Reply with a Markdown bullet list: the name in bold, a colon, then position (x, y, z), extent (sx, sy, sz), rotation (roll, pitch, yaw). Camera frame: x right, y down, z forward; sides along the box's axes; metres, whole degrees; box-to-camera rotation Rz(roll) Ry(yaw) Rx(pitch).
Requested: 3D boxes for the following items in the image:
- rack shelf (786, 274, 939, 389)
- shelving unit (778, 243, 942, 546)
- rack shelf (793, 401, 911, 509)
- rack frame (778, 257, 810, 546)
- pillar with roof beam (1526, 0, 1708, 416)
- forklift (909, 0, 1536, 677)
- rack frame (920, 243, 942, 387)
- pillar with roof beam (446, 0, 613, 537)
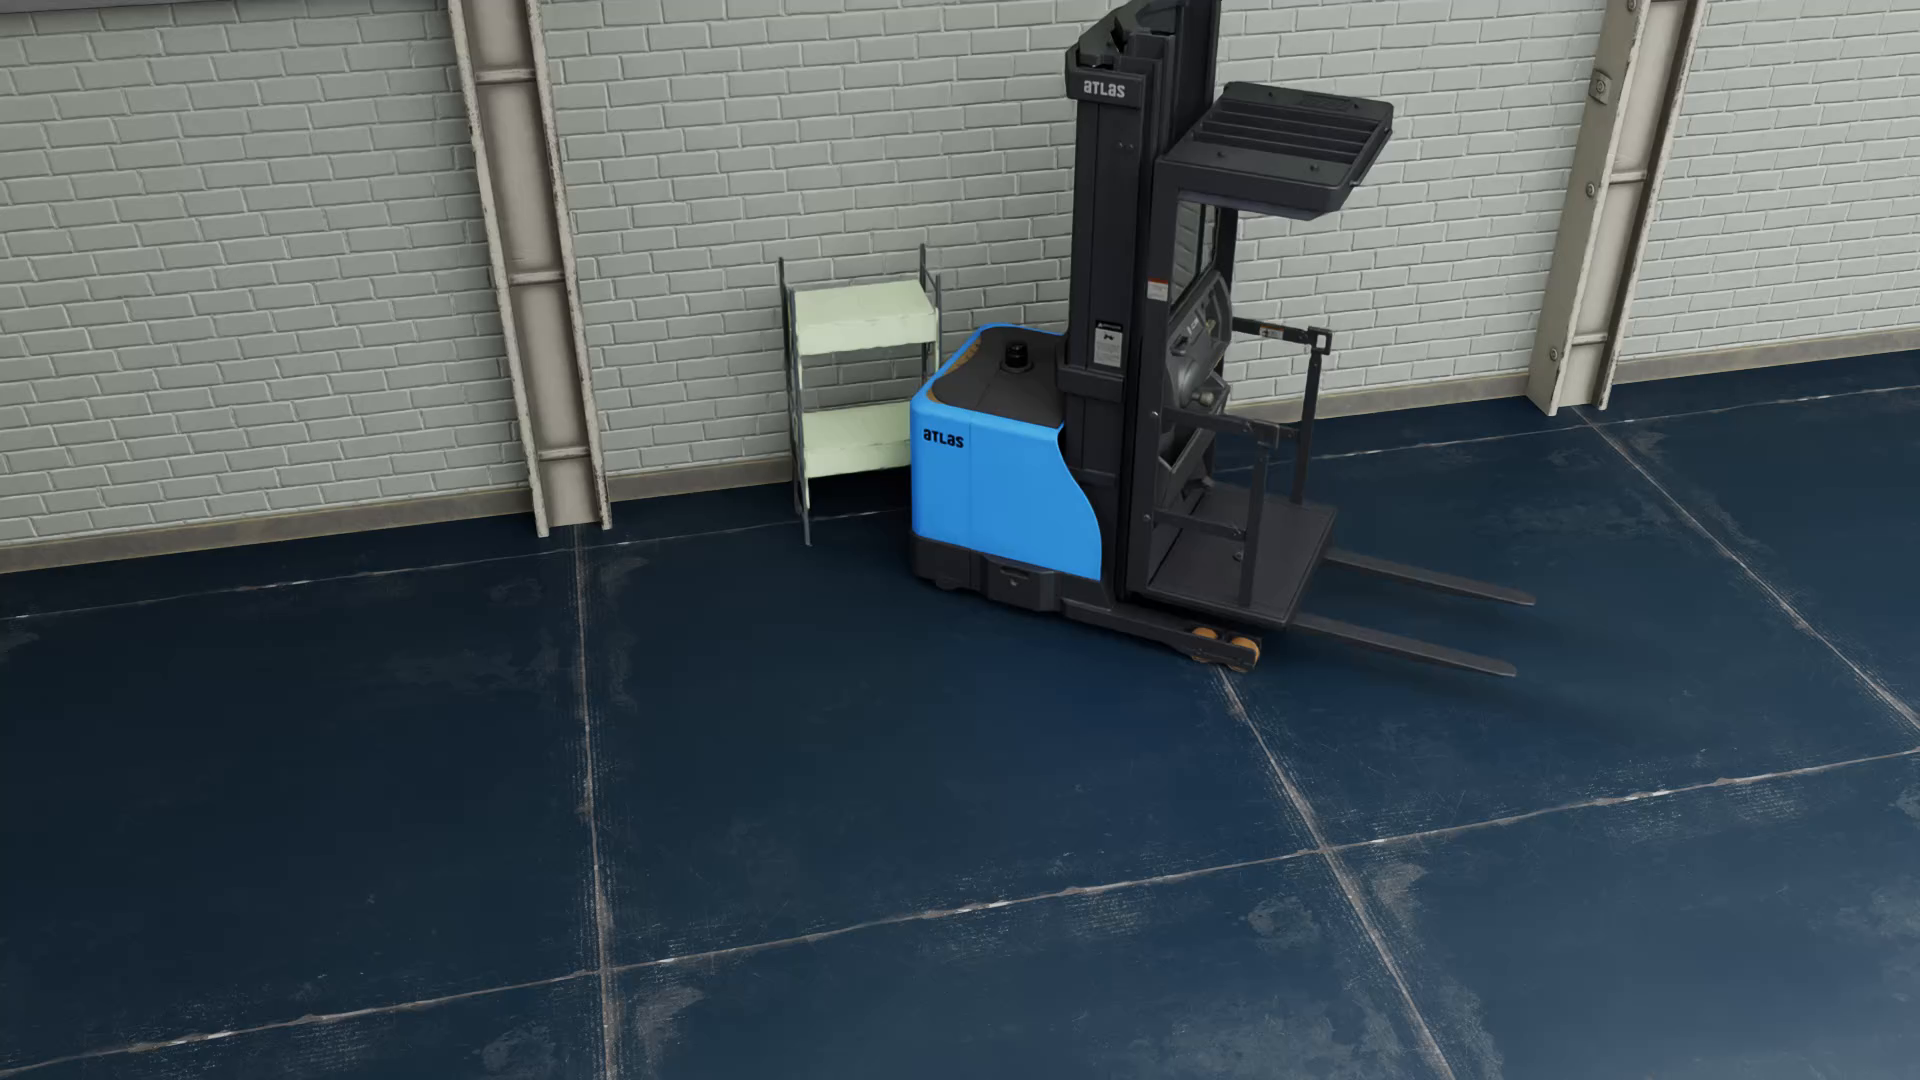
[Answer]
- **rack shelf**: position (-0.507, -1.072, 8.524), extent (0.720, 0.370, 0.431), rotation (-8, 35, -11)
- **shelving unit**: position (-0.507, -0.748, 8.741), extent (0.755, 1.500, 0.431), rotation (-8, 35, -11)
- **rack shelf**: position (-0.507, -0.477, 8.923), extent (0.720, 0.370, 0.431), rotation (-8, 35, -11)
- **rack frame**: position (-0.863, -0.700, 8.670), extent (0.023, 1.500, 0.400), rotation (-8, 35, -11)
- **pillar with roof beam**: position (4.679, -2.257, 4.261), extent (0.400, 9.000, 9.100), rotation (-7, 35, -11)
- **forklift**: position (1.302, -0.918, 7.710), extent (3.031, 2.935, 1.130), rotation (14, 36, 20)
- **rack frame**: position (-0.151, -0.795, 8.812), extent (0.023, 1.500, 0.400), rotation (-8, 35, -11)
- **pillar with roof beam**: position (-1.174, -1.519, 3.162), extent (0.400, 9.000, 9.100), rotation (-7, 35, -11)
